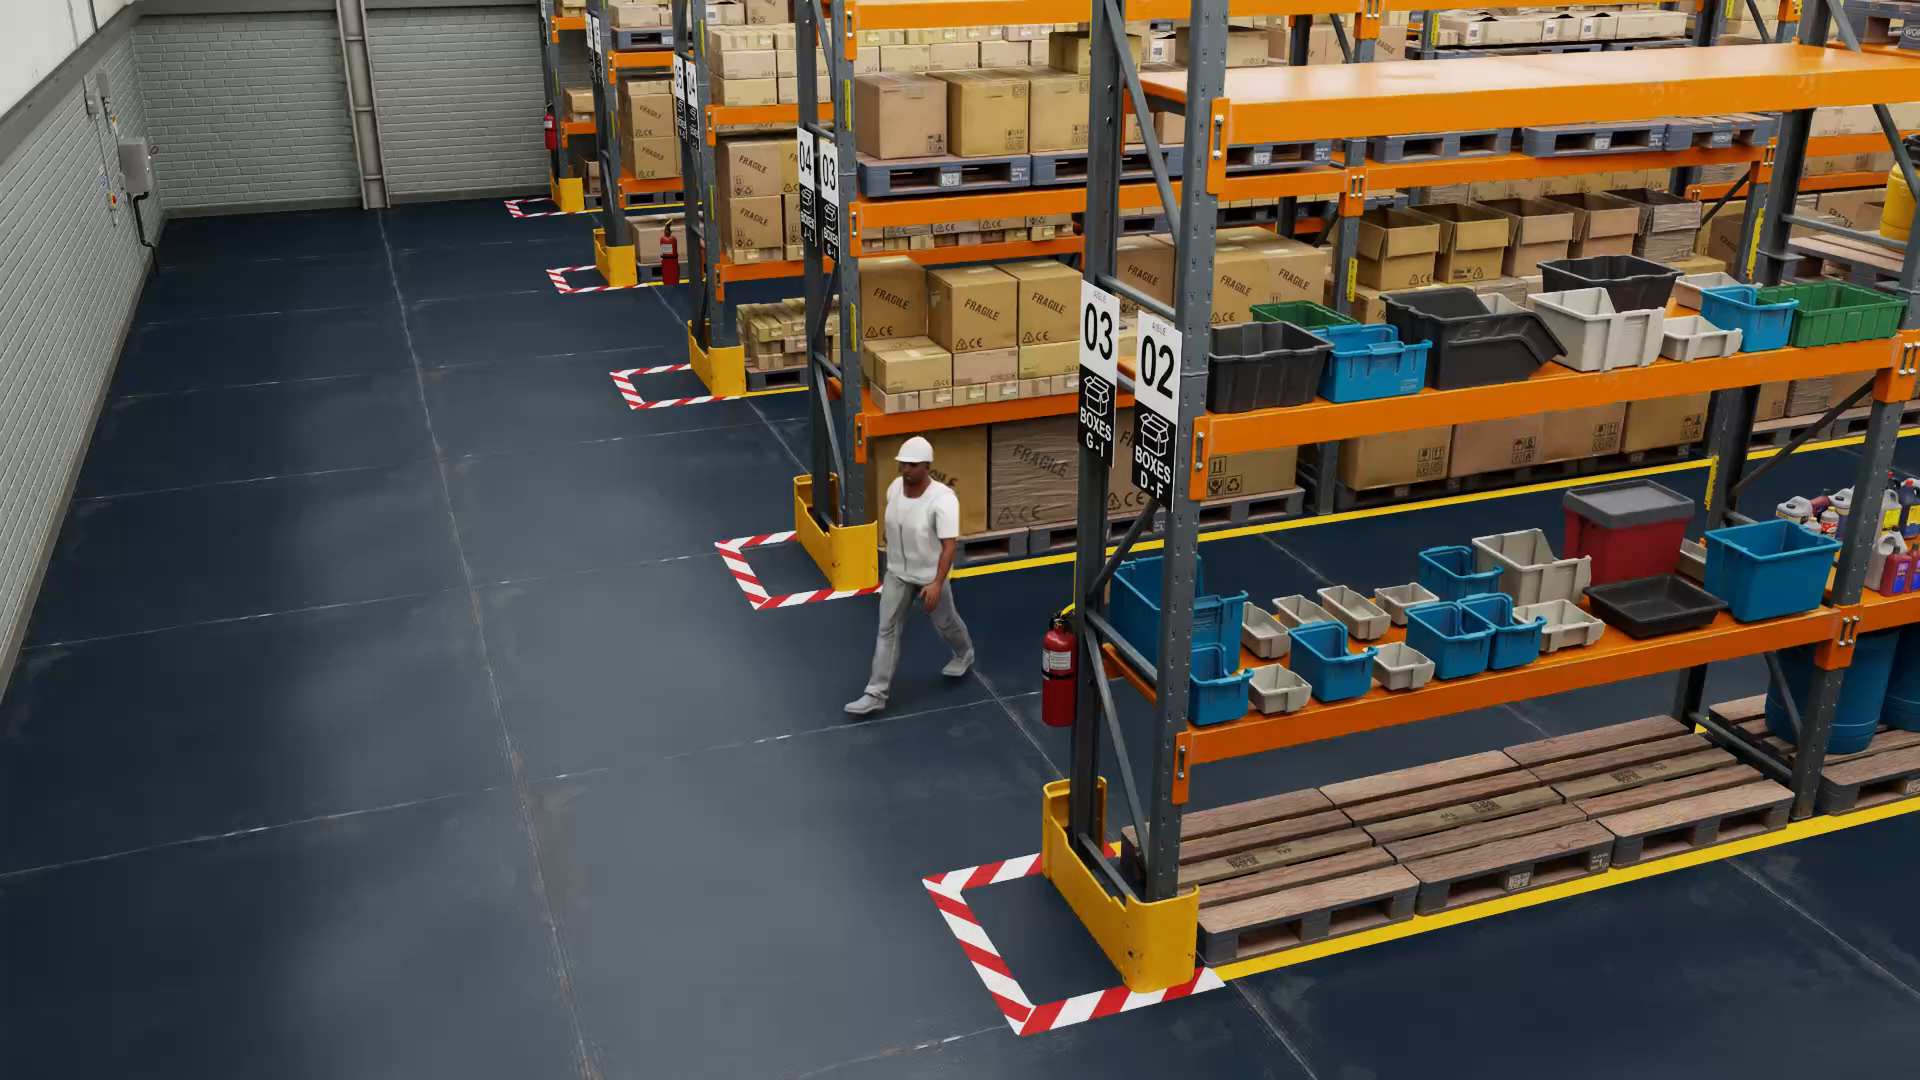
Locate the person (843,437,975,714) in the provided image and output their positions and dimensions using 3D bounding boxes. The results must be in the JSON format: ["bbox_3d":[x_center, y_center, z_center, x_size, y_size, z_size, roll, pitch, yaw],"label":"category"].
[{"bbox_3d":[-0.289,0.200,10.323,0.610,1.708,1.090,14,26,30],"label":"person"}]
